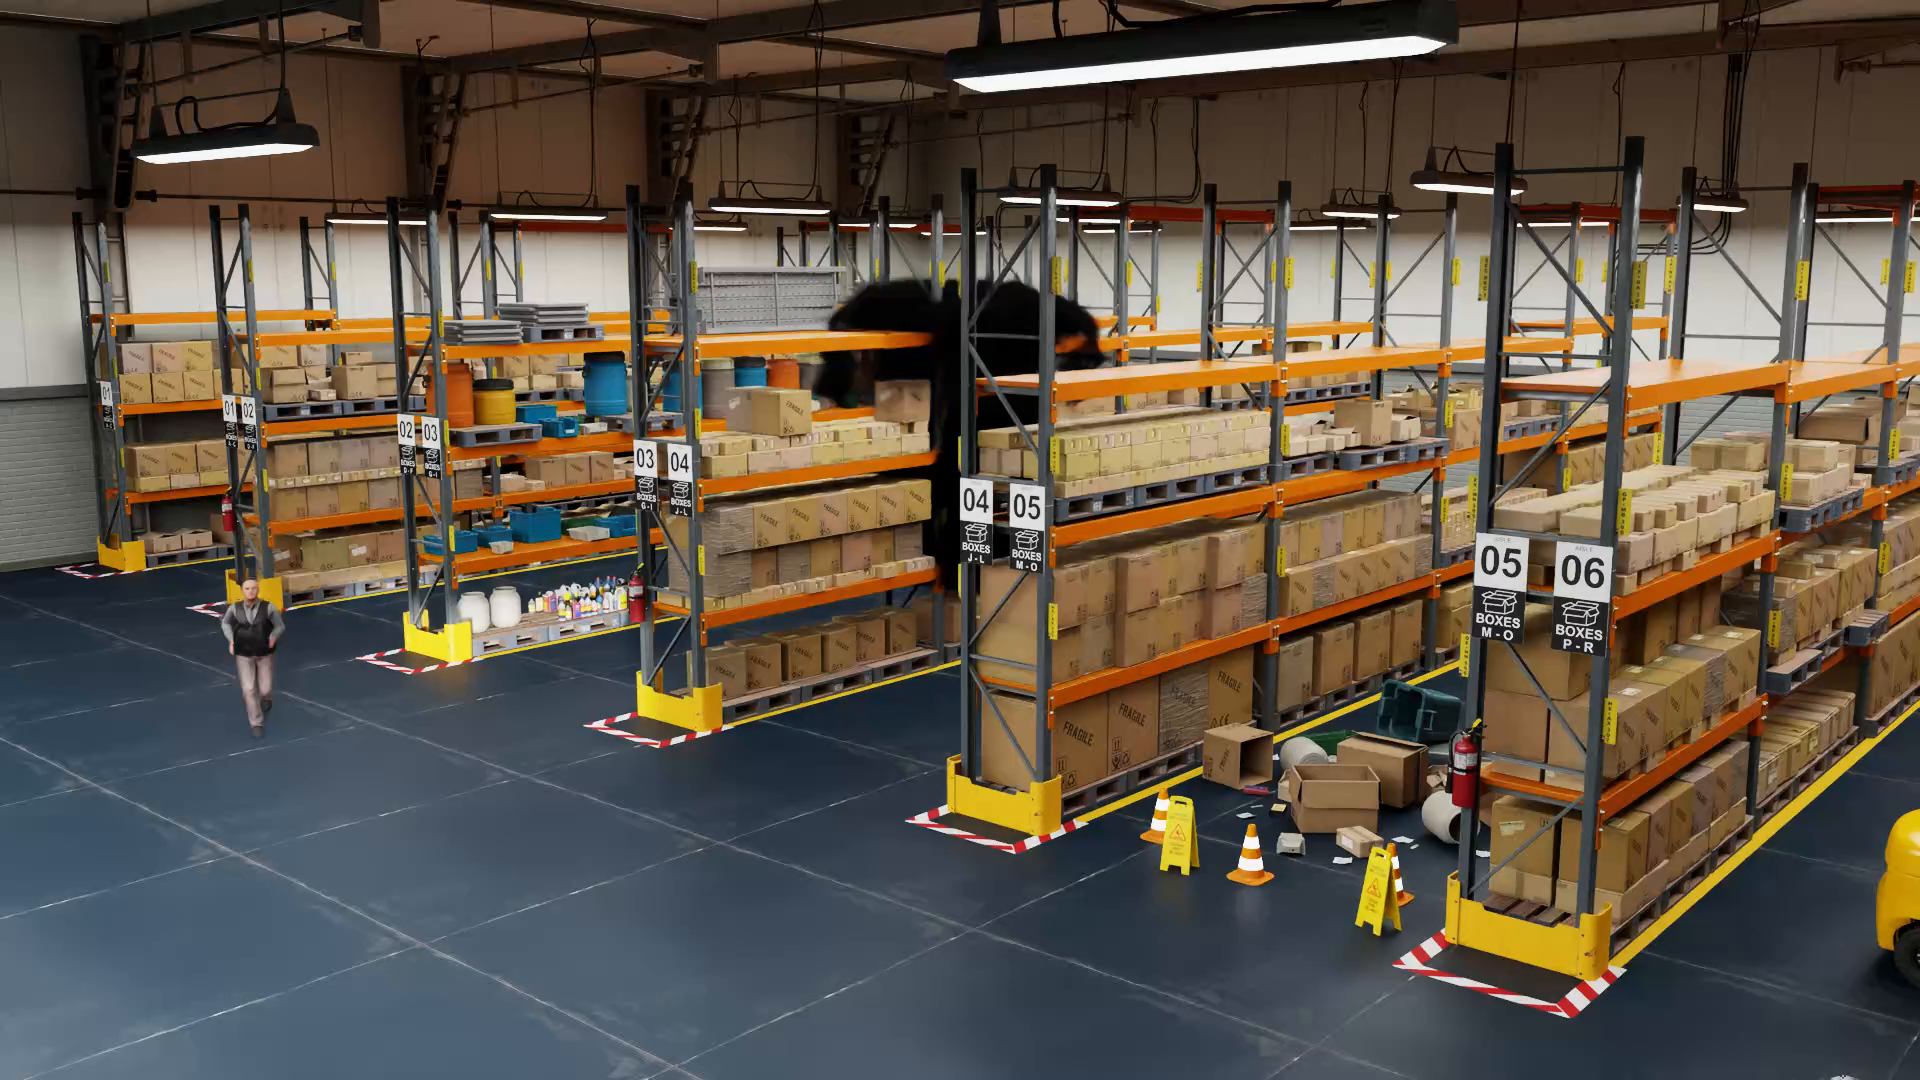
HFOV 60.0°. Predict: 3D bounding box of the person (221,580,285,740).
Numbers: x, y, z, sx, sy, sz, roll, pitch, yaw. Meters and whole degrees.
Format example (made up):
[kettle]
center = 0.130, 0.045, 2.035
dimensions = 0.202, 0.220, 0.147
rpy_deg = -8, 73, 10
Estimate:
[person]
center = -7.840, 1.285, 18.492
dimensions = 0.663, 1.720, 0.872
rpy_deg = -4, 10, -21
